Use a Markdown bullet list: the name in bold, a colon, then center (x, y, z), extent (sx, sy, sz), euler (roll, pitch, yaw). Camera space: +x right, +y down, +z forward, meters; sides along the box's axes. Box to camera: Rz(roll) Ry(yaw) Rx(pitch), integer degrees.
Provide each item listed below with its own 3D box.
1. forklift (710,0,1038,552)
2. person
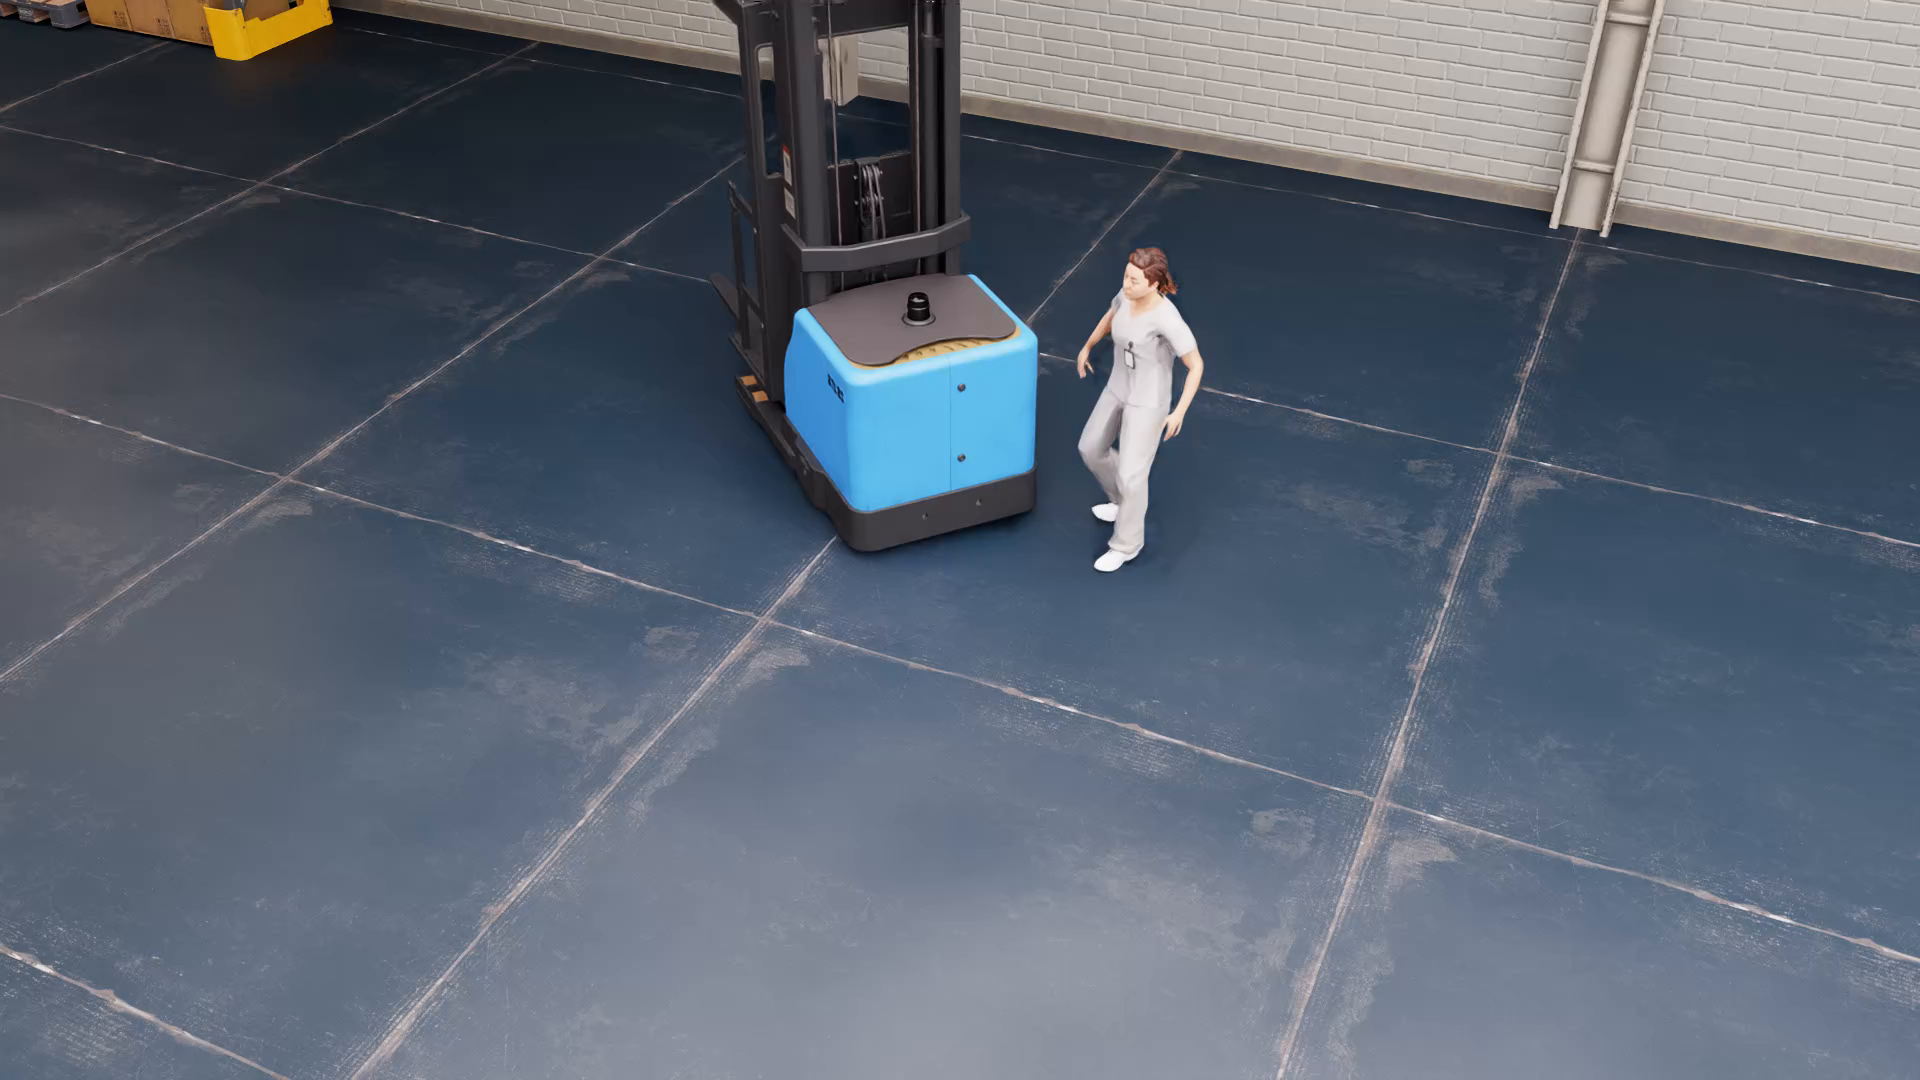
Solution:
- **forklift**: center (-0.665, -1.981, 8.865), extent (1.130, 2.935, 3.031), euler (-15, 38, -20)
- **person**: center (0.795, -0.677, 8.189), extent (0.531, 1.623, 0.787), euler (-18, 39, -24)
